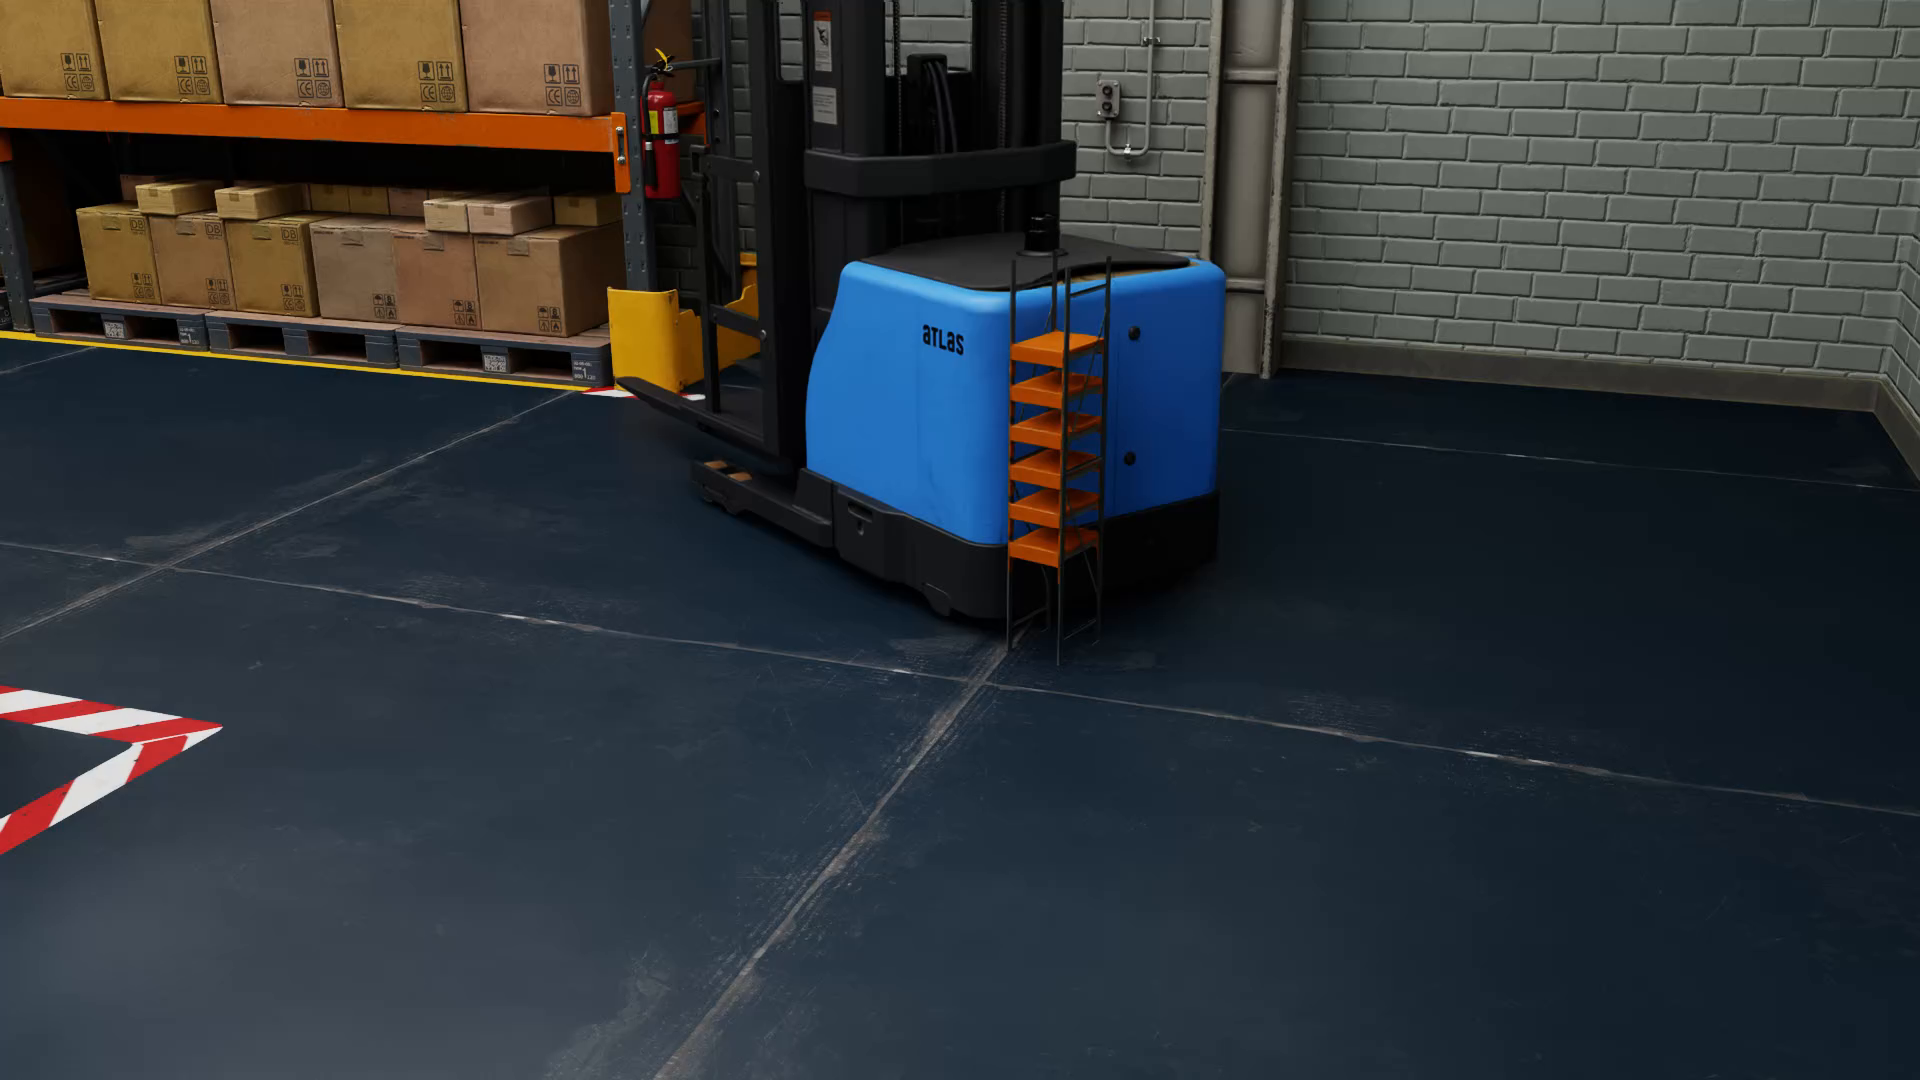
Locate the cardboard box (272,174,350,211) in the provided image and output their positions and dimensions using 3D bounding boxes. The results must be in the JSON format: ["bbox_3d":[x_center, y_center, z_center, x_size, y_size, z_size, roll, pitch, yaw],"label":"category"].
[{"bbox_3d":[-3.591,-1.931,9.233,0.250,0.149,0.380,7,20,19],"label":"cardboard box"}]

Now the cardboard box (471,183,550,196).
[{"bbox_3d":[-2.388,-1.794,8.840,0.250,0.149,0.380,7,20,18],"label":"cardboard box"}]

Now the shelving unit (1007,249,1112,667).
[{"bbox_3d":[0.289,-0.235,4.928,0.189,1.200,0.258,13,23,33],"label":"shelving unit"}]

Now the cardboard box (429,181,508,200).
[{"bbox_3d":[-2.625,-1.821,8.918,0.250,0.149,0.380,7,20,19],"label":"cardboard box"}]

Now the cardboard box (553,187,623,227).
[{"bbox_3d":[-1.910,-1.739,8.683,0.250,0.149,0.380,7,20,18],"label":"cardboard box"}]

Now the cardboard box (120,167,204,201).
[{"bbox_3d":[-4.577,-2.043,9.554,0.250,0.149,0.380,6,20,18],"label":"cardboard box"}]

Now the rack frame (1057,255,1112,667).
[{"bbox_3d":[0.364,-0.218,4.878,0.006,1.200,0.240,13,23,33],"label":"rack frame"}]

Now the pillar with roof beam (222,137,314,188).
[{"bbox_3d":[-5.645,-4.442,5.147,0.400,9.000,9.100,7,20,18],"label":"pillar with roof beam"}]

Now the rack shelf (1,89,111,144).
[{"bbox_3d":[-7.067,-2.630,10.158,4.000,0.370,1.077,7,20,18],"label":"rack shelf"}]

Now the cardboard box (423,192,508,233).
[{"bbox_3d":[-2.516,-1.675,8.499,0.250,0.149,0.380,7,20,20],"label":"cardboard box"}]

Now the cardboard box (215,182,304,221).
[{"bbox_3d":[-3.748,-1.816,8.902,0.250,0.149,0.380,6,20,17],"label":"cardboard box"}]

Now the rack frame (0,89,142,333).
[{"bbox_3d":[-5.178,-2.754,9.420,0.127,3.000,1.000,7,20,18],"label":"rack frame"}]

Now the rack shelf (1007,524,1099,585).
[{"bbox_3d":[0.289,0.033,5.022,0.180,0.103,0.258,13,23,33],"label":"rack shelf"}]

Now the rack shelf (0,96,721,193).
[{"bbox_3d":[-3.289,-2.198,8.919,4.000,0.370,1.077,7,20,18],"label":"rack shelf"}]

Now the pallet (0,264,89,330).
[{"bbox_3d":[-5.931,-1.497,10.051,1.213,0.211,1.003,7,20,18],"label":"pallet"}]

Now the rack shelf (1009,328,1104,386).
[{"bbox_3d":[0.289,-0.533,4.824,0.180,0.103,0.258,13,23,33],"label":"rack shelf"}]

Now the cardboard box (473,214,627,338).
[{"bbox_3d":[-2.093,-1.384,8.650,0.500,0.500,0.700,7,20,18],"label":"cardboard box"}]

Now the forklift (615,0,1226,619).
[{"bbox_3d":[-0.392,-1.561,6.103,1.130,2.935,3.031,-13,23,-34],"label":"forklift"}]

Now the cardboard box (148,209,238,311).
[{"bbox_3d":[-4.032,-1.604,9.280,0.500,0.500,0.700,6,20,18],"label":"cardboard box"}]

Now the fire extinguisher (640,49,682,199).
[{"bbox_3d":[-1.408,-1.950,7.796,0.183,0.674,0.296,7,20,18],"label":"fire extinguisher"}]

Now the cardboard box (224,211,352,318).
[{"bbox_3d":[-3.547,-1.548,9.119,0.500,0.500,0.700,7,20,19],"label":"cardboard box"}]

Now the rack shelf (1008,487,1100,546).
[{"bbox_3d":[0.289,-0.080,4.983,0.180,0.103,0.258,13,23,33],"label":"rack shelf"}]

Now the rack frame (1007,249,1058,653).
[{"bbox_3d":[0.215,-0.253,4.979,0.006,1.200,0.240,13,23,33],"label":"rack frame"}]

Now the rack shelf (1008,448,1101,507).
[{"bbox_3d":[0.289,-0.193,4.943,0.180,0.103,0.258,13,23,33],"label":"rack shelf"}]

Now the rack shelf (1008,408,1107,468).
[{"bbox_3d":[0.289,-0.307,4.903,0.180,0.103,0.258,13,23,33],"label":"rack shelf"}]

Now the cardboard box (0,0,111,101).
[{"bbox_3d":[-4.671,-2.832,9.188,0.700,0.700,0.980,7,20,19],"label":"cardboard box"}]

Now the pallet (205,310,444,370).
[{"bbox_3d":[-3.329,-1.200,9.197,1.213,0.211,1.003,7,20,18],"label":"pallet"}]

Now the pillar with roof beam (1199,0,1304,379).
[{"bbox_3d":[0.022,-3.794,3.288,0.400,9.000,9.100,7,20,18],"label":"pillar with roof beam"}]

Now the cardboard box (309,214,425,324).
[{"bbox_3d":[-3.041,-1.493,8.961,0.500,0.500,0.700,6,20,16],"label":"cardboard box"}]

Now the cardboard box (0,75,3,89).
[{"bbox_3d":[-5.590,-2.593,9.310,0.250,0.149,0.380,7,20,19],"label":"cardboard box"}]

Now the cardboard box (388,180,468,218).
[{"bbox_3d":[-2.865,-1.848,8.996,0.250,0.149,0.380,7,20,19],"label":"cardboard box"}]

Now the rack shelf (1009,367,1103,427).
[{"bbox_3d":[0.289,-0.420,4.864,0.180,0.103,0.258,13,23,33],"label":"rack shelf"}]

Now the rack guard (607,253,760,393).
[{"bbox_3d":[-1.377,-1.139,8.584,0.348,0.500,1.175,7,20,18],"label":"rack guard"}]

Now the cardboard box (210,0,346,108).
[{"bbox_3d":[-3.292,-2.676,8.740,0.700,0.700,0.980,6,20,15],"label":"cardboard box"}]

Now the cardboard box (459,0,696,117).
[{"bbox_3d":[-1.884,-2.516,8.280,0.700,0.700,0.980,7,21,21],"label":"cardboard box"}]

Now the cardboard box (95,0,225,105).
[{"bbox_3d":[-3.983,-2.751,8.957,0.700,0.700,0.980,6,20,17],"label":"cardboard box"}]

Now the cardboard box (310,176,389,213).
[{"bbox_3d":[-3.347,-1.903,9.154,0.250,0.149,0.380,6,20,17],"label":"cardboard box"}]

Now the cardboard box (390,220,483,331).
[{"bbox_3d":[-2.566,-1.438,8.805,0.500,0.500,0.700,6,20,18],"label":"cardboard box"}]

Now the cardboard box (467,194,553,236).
[{"bbox_3d":[-2.274,-1.648,8.421,0.250,0.149,0.380,6,20,17],"label":"cardboard box"}]

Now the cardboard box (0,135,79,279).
[{"bbox_3d":[-5.834,-1.967,9.790,0.750,0.750,0.750,7,20,19],"label":"cardboard box"}]

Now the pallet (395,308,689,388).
[{"bbox_3d":[-2.180,-1.067,8.817,1.213,0.211,1.003,7,20,18],"label":"pallet"}]

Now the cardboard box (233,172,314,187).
[{"bbox_3d":[-3.829,-1.959,9.312,0.250,0.149,0.380,6,20,16],"label":"cardboard box"}]

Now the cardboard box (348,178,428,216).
[{"bbox_3d":[-3.108,-1.876,9.075,0.250,0.149,0.380,7,20,19],"label":"cardboard box"}]

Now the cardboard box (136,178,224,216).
[{"bbox_3d":[-4.241,-1.872,9.063,0.250,0.149,0.380,7,20,20],"label":"cardboard box"}]

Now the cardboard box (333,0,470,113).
[{"bbox_3d":[-2.575,-2.591,8.496,0.700,0.700,0.980,6,20,18],"label":"cardboard box"}]

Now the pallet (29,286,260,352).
[{"bbox_3d":[-4.485,-1.331,9.574,1.213,0.211,1.003,7,20,18],"label":"pallet"}]

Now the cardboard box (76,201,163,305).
[{"bbox_3d":[-4.505,-1.659,9.439,0.500,0.500,0.700,7,20,19],"label":"cardboard box"}]

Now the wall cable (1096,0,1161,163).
[{"bbox_3d":[0.121,-2.958,8.460,1.851,1.984,0.084,7,20,18],"label":"wall cable"}]

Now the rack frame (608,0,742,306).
[{"bbox_3d":[-1.399,-2.322,8.180,0.127,3.000,1.000,7,20,18],"label":"rack frame"}]
